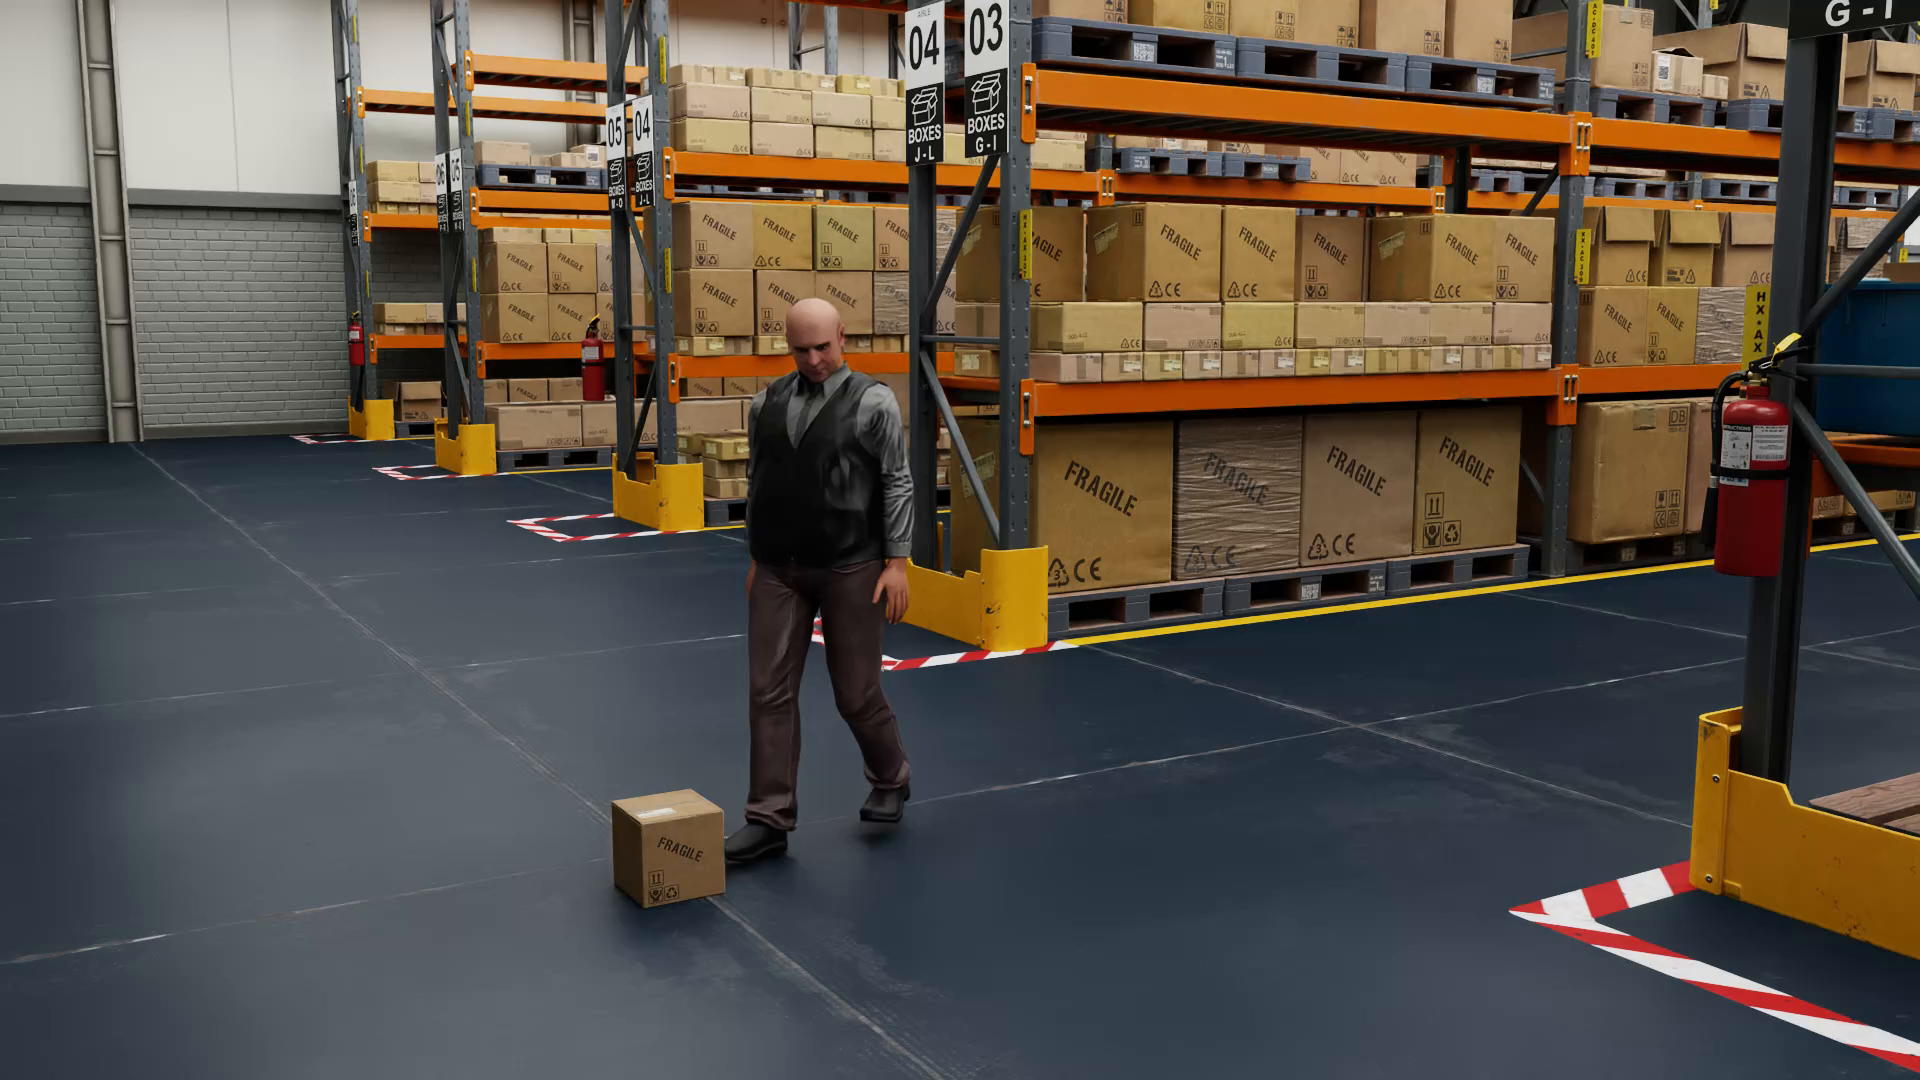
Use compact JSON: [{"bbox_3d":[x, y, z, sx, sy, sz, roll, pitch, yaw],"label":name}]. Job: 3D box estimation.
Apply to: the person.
[{"bbox_3d":[-0.451,0.112,5.123,0.564,1.697,0.732,3,9,23],"label":"person"}]
